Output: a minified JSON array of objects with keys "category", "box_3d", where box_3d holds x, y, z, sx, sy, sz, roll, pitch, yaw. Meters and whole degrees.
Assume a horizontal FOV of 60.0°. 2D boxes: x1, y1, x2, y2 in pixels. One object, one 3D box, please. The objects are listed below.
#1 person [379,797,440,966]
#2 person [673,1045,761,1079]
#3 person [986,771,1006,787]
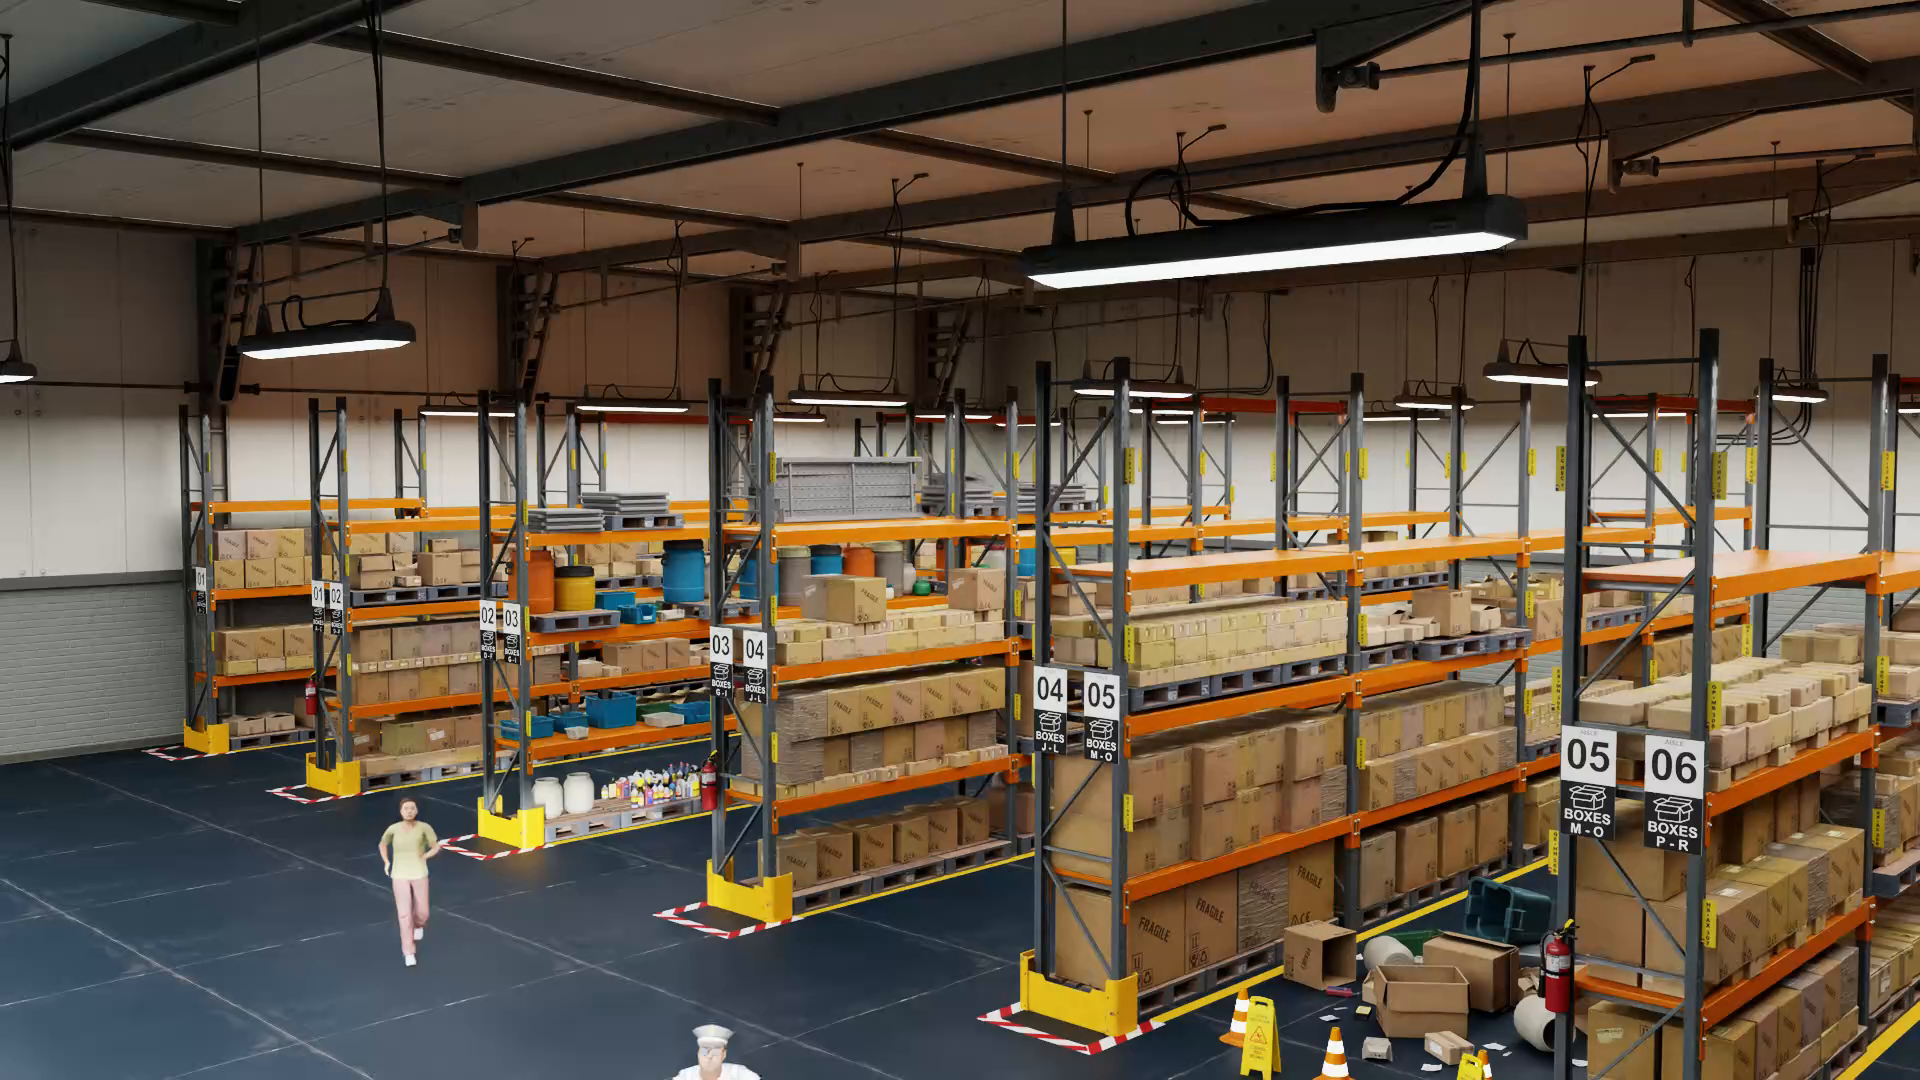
[{"category":"person","box_3d":[-5.624,3.442,16.998,0.590,1.640,0.859,-1,3,-20]},{"category":"person","box_3d":[-1.475,3.796,9.981,0.705,1.694,0.599,0,3,-2]},{"category":"person","box_3d":[0.589,3.112,24.017,0.716,1.549,0.901,2,4,34]}]
